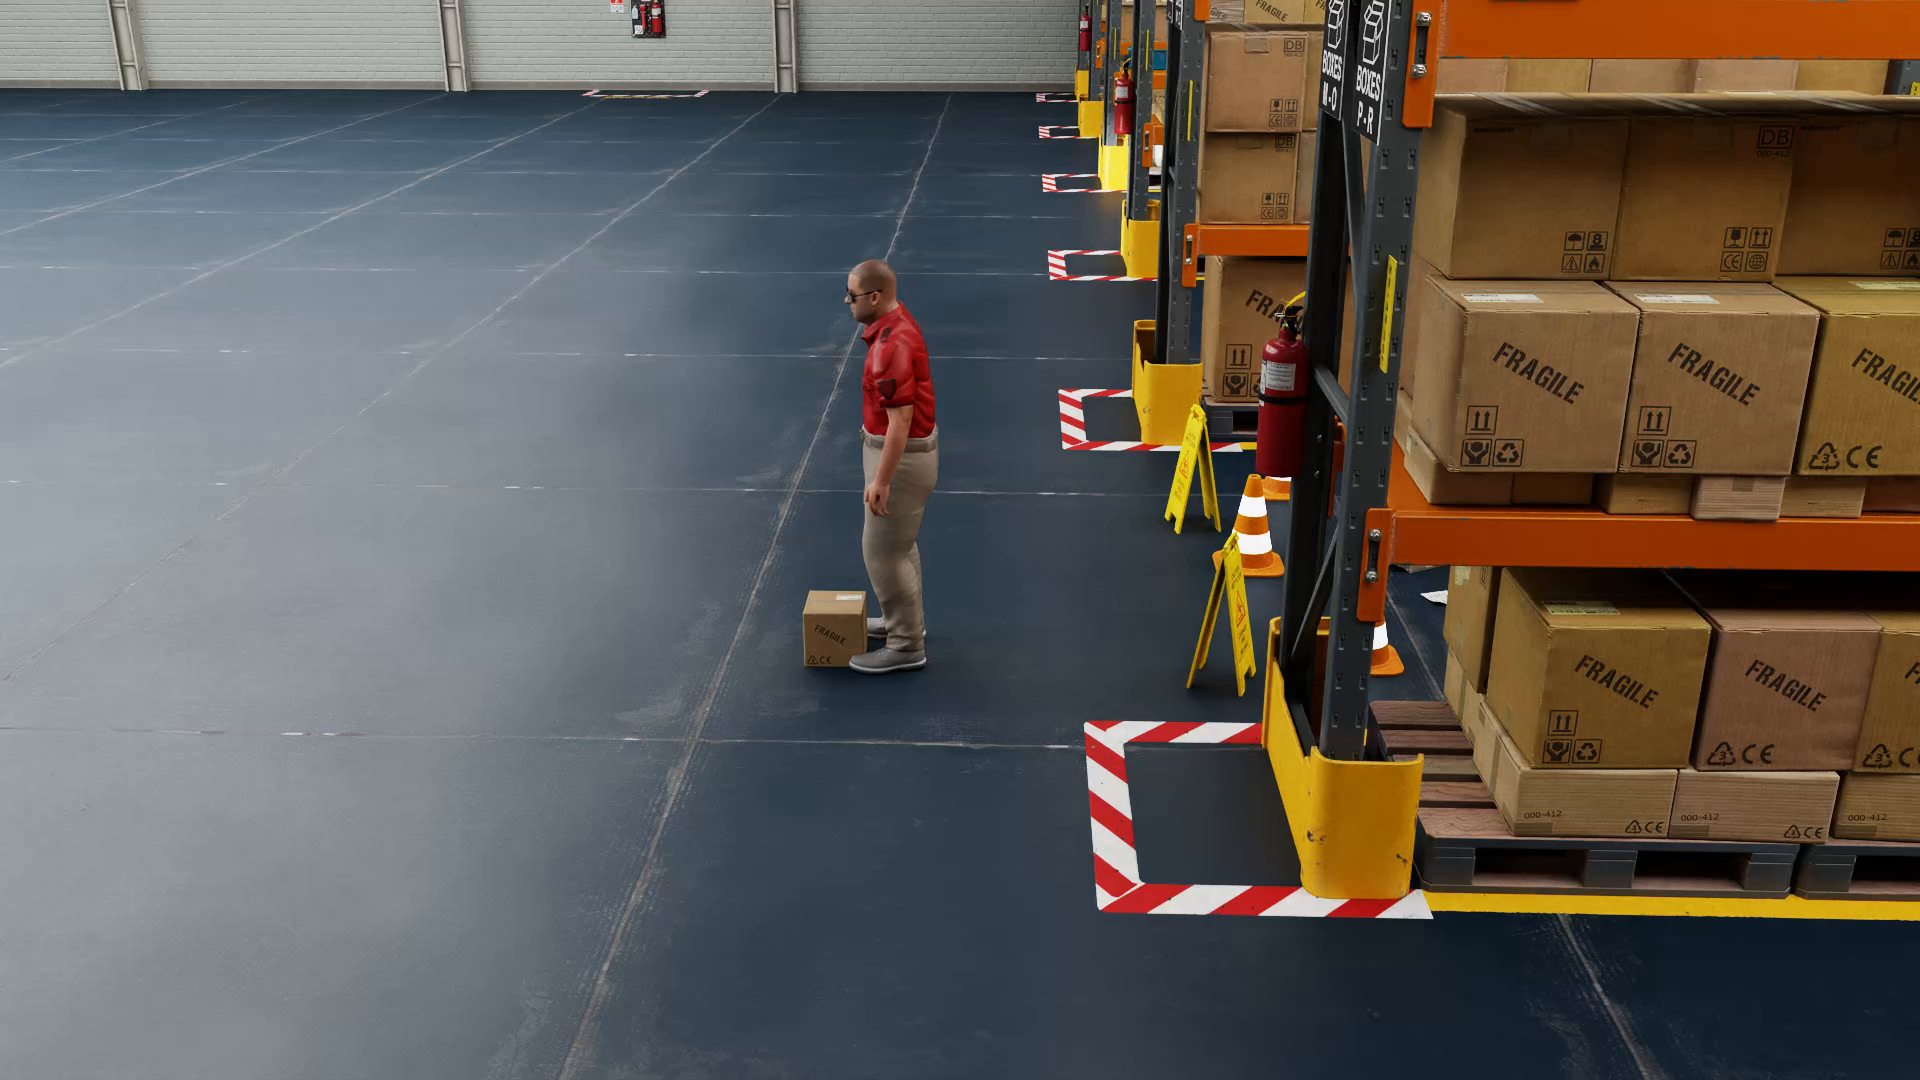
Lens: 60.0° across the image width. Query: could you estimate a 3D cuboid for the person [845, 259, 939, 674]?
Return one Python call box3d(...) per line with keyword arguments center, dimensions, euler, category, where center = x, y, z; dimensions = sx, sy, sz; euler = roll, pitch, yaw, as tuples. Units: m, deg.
box3d(center=(-0.284, -0.310, 6.920), dimensions=(0.390, 1.727, 0.585), euler=(1, 21, 2), category="person")
